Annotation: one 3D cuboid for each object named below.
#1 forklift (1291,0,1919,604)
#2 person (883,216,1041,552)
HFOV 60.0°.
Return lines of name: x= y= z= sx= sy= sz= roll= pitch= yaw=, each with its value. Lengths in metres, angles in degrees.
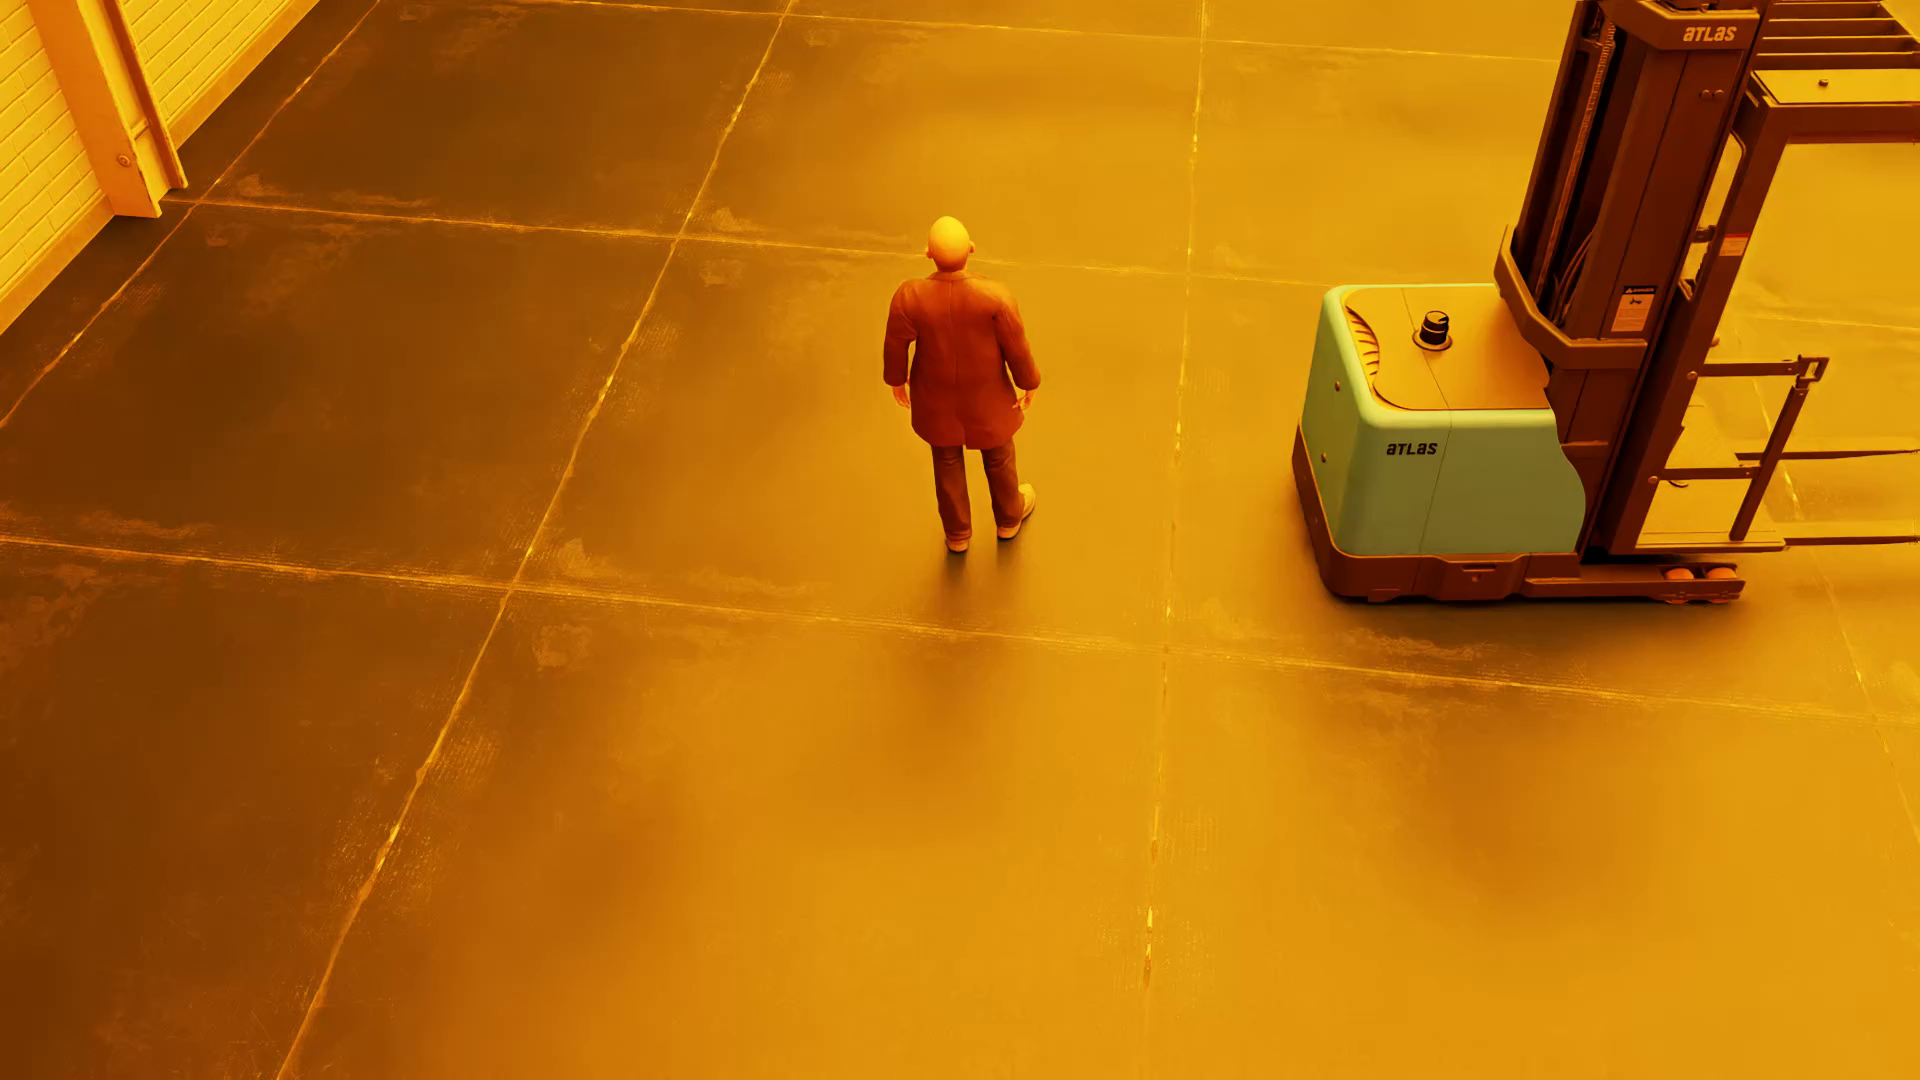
forklift: x=3.160 y=-1.150 z=6.976 sx=3.031 sy=2.935 sz=1.130 roll=-1 pitch=43 yaw=-1
person: x=0.016 y=-0.721 z=7.351 sx=0.698 sy=1.777 sz=0.579 roll=5 pitch=43 yaw=6
